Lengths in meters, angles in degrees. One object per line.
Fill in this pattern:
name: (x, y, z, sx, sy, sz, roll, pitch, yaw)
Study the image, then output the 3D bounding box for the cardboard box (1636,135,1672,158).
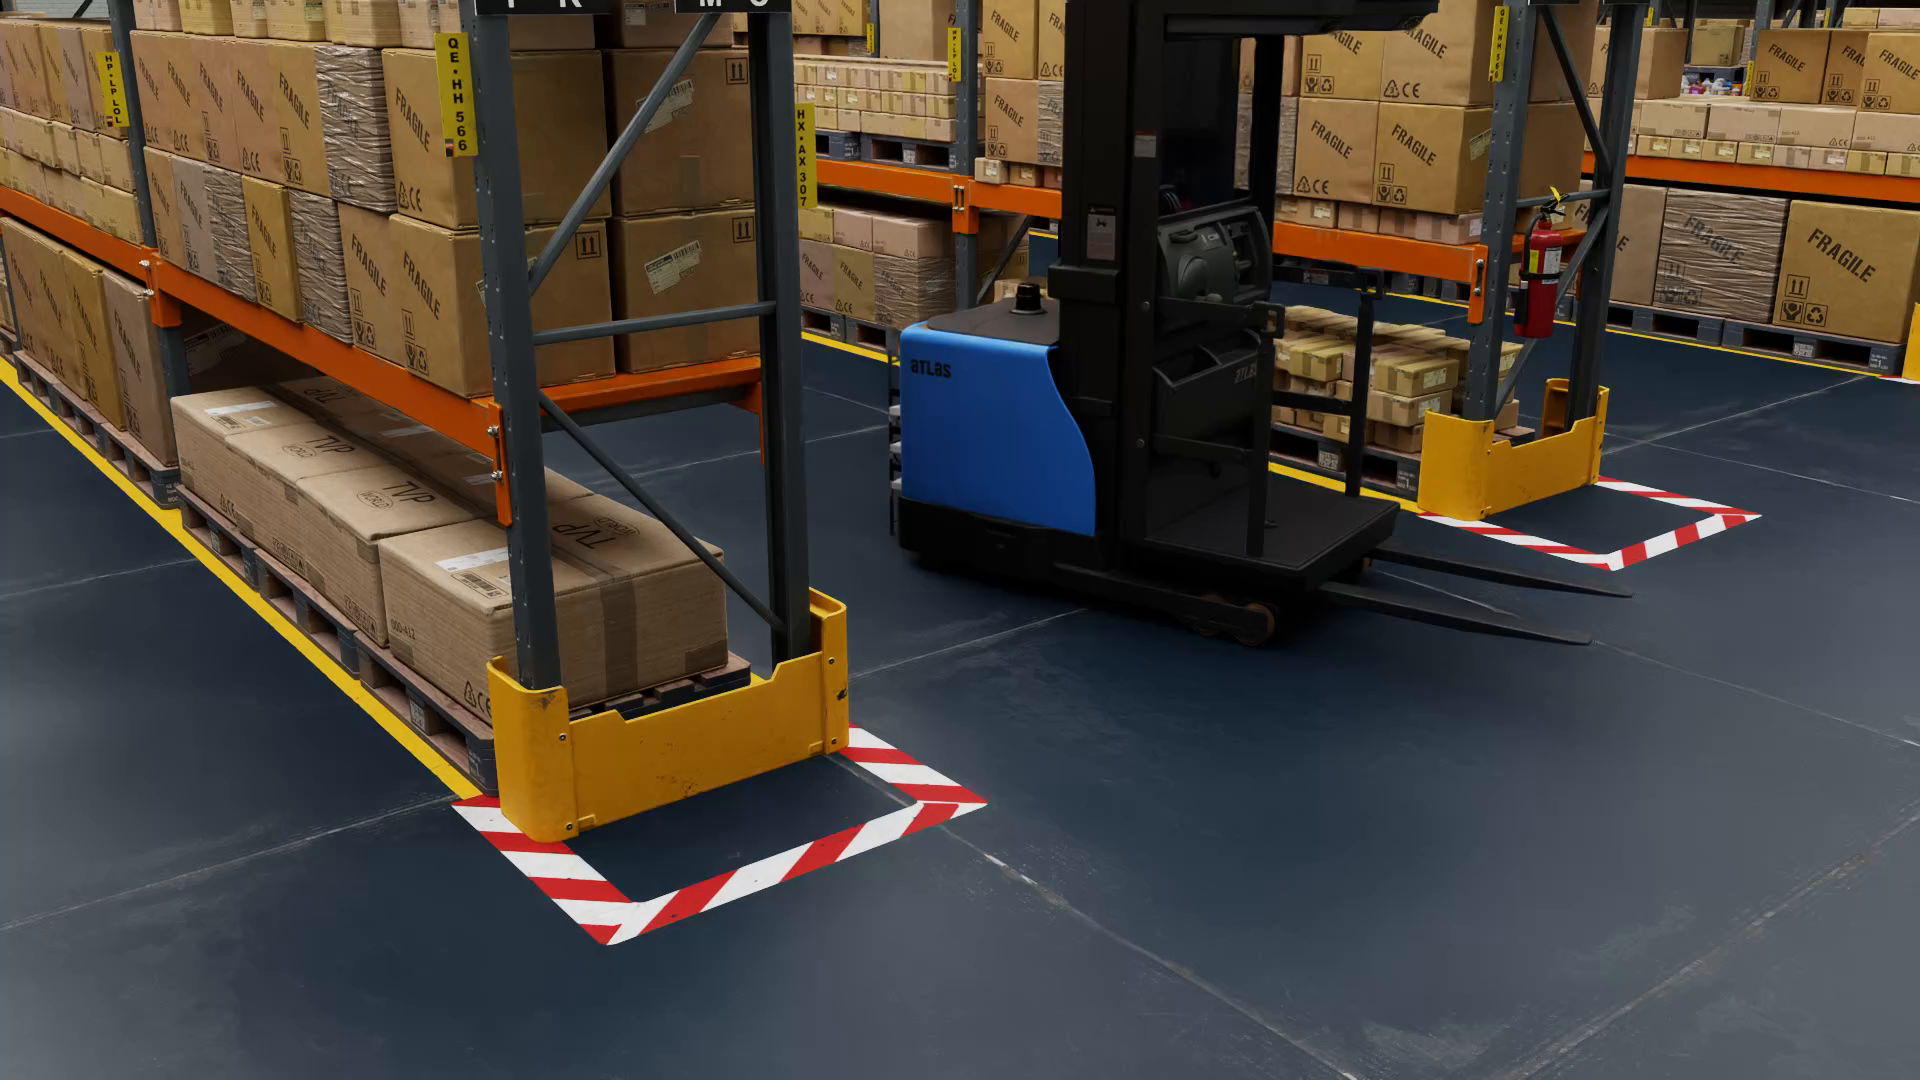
cardboard box: (5.242, -2.932, 12.344, 0.380, 0.149, 0.250, -15, 23, -38)

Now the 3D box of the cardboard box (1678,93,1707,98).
cardboard box: (5.470, -3.332, 12.919, 0.500, 0.250, 0.500, -13, 23, -35)

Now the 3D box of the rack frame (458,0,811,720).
rack frame: (-0.935, -0.653, 5.062, 1.000, 3.000, 0.127, -14, 23, -36)

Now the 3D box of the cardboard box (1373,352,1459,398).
cardboard box: (2.355, -0.853, 8.588, 0.380, 0.149, 0.250, -14, 23, -35)

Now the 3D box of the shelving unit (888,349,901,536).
shelving unit: (-0.178, -0.460, 7.819, 0.210, 0.900, 0.258, 12, 22, 33)

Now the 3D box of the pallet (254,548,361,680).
pallet: (-2.246, 0.189, 6.956, 1.003, 0.211, 1.213, -14, 23, -36)

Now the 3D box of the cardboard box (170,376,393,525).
cardboard box: (-3.113, -0.446, 7.845, 0.875, 0.438, 0.875, -14, 23, -37)

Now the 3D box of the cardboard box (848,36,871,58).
cardboard box: (-0.848, -5.855, 20.142, 0.875, 0.500, 0.500, -14, 23, -36)

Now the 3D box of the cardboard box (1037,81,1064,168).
cardboard box: (0.822, -2.526, 10.088, 0.500, 0.500, 0.500, -14, 23, -36)

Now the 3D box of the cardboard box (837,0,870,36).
cardboard box: (-1.113, -6.264, 19.786, 0.500, 0.500, 0.500, -14, 23, -36)

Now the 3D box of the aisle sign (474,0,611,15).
aisle sign: (-1.133, -1.809, 4.417, 0.394, 0.787, 0.004, -14, 23, -36)

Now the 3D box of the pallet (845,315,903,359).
pallet: (-0.086, -1.497, 12.048, 1.003, 0.211, 1.213, -14, 23, -36)

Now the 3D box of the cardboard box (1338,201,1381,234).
cardboard box: (2.166, -1.677, 8.555, 0.380, 0.149, 0.250, -14, 23, -37)

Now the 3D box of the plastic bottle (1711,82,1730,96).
plastic bottle: (7.734, -4.514, 16.921, 0.152, 0.276, 0.135, -14, 23, -36)

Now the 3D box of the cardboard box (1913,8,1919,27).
cardboard box: (14.242, -7.596, 24.172, 0.500, 0.250, 0.500, -14, 23, -36)

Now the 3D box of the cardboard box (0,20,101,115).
cardboard box: (-5.163, -2.726, 9.574, 0.500, 0.500, 0.500, -13, 22, -35)

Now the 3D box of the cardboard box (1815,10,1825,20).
cardboard box: (13.277, -8.102, 25.667, 0.250, 0.149, 0.380, 17, 25, 41)

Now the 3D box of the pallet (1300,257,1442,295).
pallet: (3.812, -2.424, 14.848, 1.003, 0.211, 1.213, -14, 23, -36)

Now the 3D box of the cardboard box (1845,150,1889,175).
cardboard box: (6.191, -2.555, 11.206, 0.380, 0.149, 0.250, -14, 23, -36)

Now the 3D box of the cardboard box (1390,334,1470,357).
cardboard box: (2.558, -1.012, 9.068, 0.380, 0.149, 0.250, -13, 23, -35)

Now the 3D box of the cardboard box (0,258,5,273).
cardboard box: (-6.710, -1.897, 12.333, 0.950, 0.372, 0.625, -15, 23, -37)

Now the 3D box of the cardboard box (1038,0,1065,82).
cardboard box: (0.822, -3.009, 9.956, 0.500, 0.500, 0.500, -15, 23, -38)

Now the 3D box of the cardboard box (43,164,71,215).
cardboard box: (-4.833, -2.009, 9.396, 0.500, 0.250, 0.500, -14, 23, -36)

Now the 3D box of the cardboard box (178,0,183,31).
cardboard box: (-3.063, -2.225, 7.029, 0.380, 0.149, 0.250, -14, 23, -37)

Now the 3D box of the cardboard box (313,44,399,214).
cardboard box: (-1.769, -1.370, 5.479, 0.500, 0.500, 0.500, -14, 23, -36)

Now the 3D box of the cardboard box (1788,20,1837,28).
cardboard box: (13.215, -7.829, 25.874, 0.500, 0.500, 0.700, 17, 25, 42)

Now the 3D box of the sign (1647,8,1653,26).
sign: (9.201, -6.931, 22.181, 0.100, 0.325, 0.005, -14, 23, -36)

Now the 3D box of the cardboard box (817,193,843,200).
cardboard box: (-1.234, -2.517, 12.808, 0.500, 0.250, 0.500, -14, 23, -36)

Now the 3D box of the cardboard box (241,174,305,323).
cardboard box: (-2.400, -1.144, 6.385, 0.500, 0.500, 0.500, -13, 22, -35)

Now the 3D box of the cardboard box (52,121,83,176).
cardboard box: (-4.526, -2.114, 8.918, 0.500, 0.250, 0.500, -13, 23, -35)

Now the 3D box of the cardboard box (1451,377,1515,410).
cardboard box: (2.758, -0.810, 8.931, 0.380, 0.149, 0.250, -13, 22, -34)

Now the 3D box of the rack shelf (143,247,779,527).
rack shelf: (-2.177, -0.804, 6.663, 1.077, 0.370, 4.000, -14, 23, -36)

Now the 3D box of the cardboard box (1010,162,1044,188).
cardboard box: (0.537, -2.327, 10.519, 0.380, 0.149, 0.250, -13, 22, -35)

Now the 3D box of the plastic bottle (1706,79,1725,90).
plastic bottle: (8.016, -4.759, 17.660, 0.152, 0.276, 0.135, -14, 23, -36)

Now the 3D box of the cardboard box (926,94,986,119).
cardboard box: (-0.003, -2.910, 11.138, 0.380, 0.149, 0.250, -13, 22, -34)

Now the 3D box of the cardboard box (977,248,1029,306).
cardboard box: (0.148, -1.876, 12.065, 0.500, 0.500, 0.500, -13, 22, -34)

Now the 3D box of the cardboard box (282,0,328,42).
cardboard box: (-2.150, -1.836, 5.853, 0.380, 0.149, 0.250, -13, 23, -35)

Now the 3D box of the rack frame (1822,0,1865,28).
rack frame: (13.515, -7.458, 25.615, 1.000, 3.000, 0.127, -14, 23, -36)

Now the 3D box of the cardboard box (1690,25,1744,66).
cardboard box: (10.113, -6.604, 22.209, 0.500, 0.500, 0.700, 11, 21, 30)

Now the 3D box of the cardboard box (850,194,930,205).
cardboard box: (-0.499, -2.489, 12.723, 0.500, 0.250, 0.500, -13, 22, -34)

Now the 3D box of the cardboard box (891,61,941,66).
cardboard box: (-0.289, -3.497, 12.437, 0.380, 0.149, 0.250, -13, 22, -34)

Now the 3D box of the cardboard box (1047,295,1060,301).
cardboard box: (0.771, -1.500, 10.542, 0.380, 0.149, 0.250, -14, 23, -37)

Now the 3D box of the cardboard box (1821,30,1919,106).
cardboard box: (6.436, -3.307, 11.650, 0.500, 0.500, 0.500, -15, 23, -37)

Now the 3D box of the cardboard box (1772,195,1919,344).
cardboard box: (6.373, -1.920, 11.600, 0.875, 0.875, 0.875, -14, 23, -36)

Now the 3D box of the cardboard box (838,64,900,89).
cardboard box: (-0.643, -3.309, 11.868, 0.380, 0.149, 0.250, -15, 23, -38)

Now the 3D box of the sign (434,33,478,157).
sign: (-1.369, -1.212, 4.533, 0.100, 0.325, 0.005, -14, 23, -36)

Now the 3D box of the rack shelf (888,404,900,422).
rack shelf: (-0.178, -0.599, 7.773, 0.200, 0.077, 0.258, 12, 22, 33)

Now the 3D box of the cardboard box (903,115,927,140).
cardboard box: (-0.165, -2.833, 11.377, 0.380, 0.149, 0.250, -14, 23, -36)

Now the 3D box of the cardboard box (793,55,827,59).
cardboard box: (-1.267, -3.884, 13.605, 0.380, 0.149, 0.250, -14, 23, -37)

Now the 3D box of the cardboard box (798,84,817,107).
cardboard box: (-0.971, -3.295, 12.301, 0.380, 0.149, 0.250, -13, 22, -34)

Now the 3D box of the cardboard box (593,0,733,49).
cardboard box: (-0.939, -1.624, 5.214, 0.380, 0.149, 0.250, -13, 23, -35)

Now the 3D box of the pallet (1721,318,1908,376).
pallet: (6.275, -1.445, 11.890, 1.003, 0.211, 1.213, -14, 23, -36)

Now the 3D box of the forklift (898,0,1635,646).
forklift: (1.220, -1.161, 6.705, 3.031, 2.935, 1.130, 12, 22, 33)
